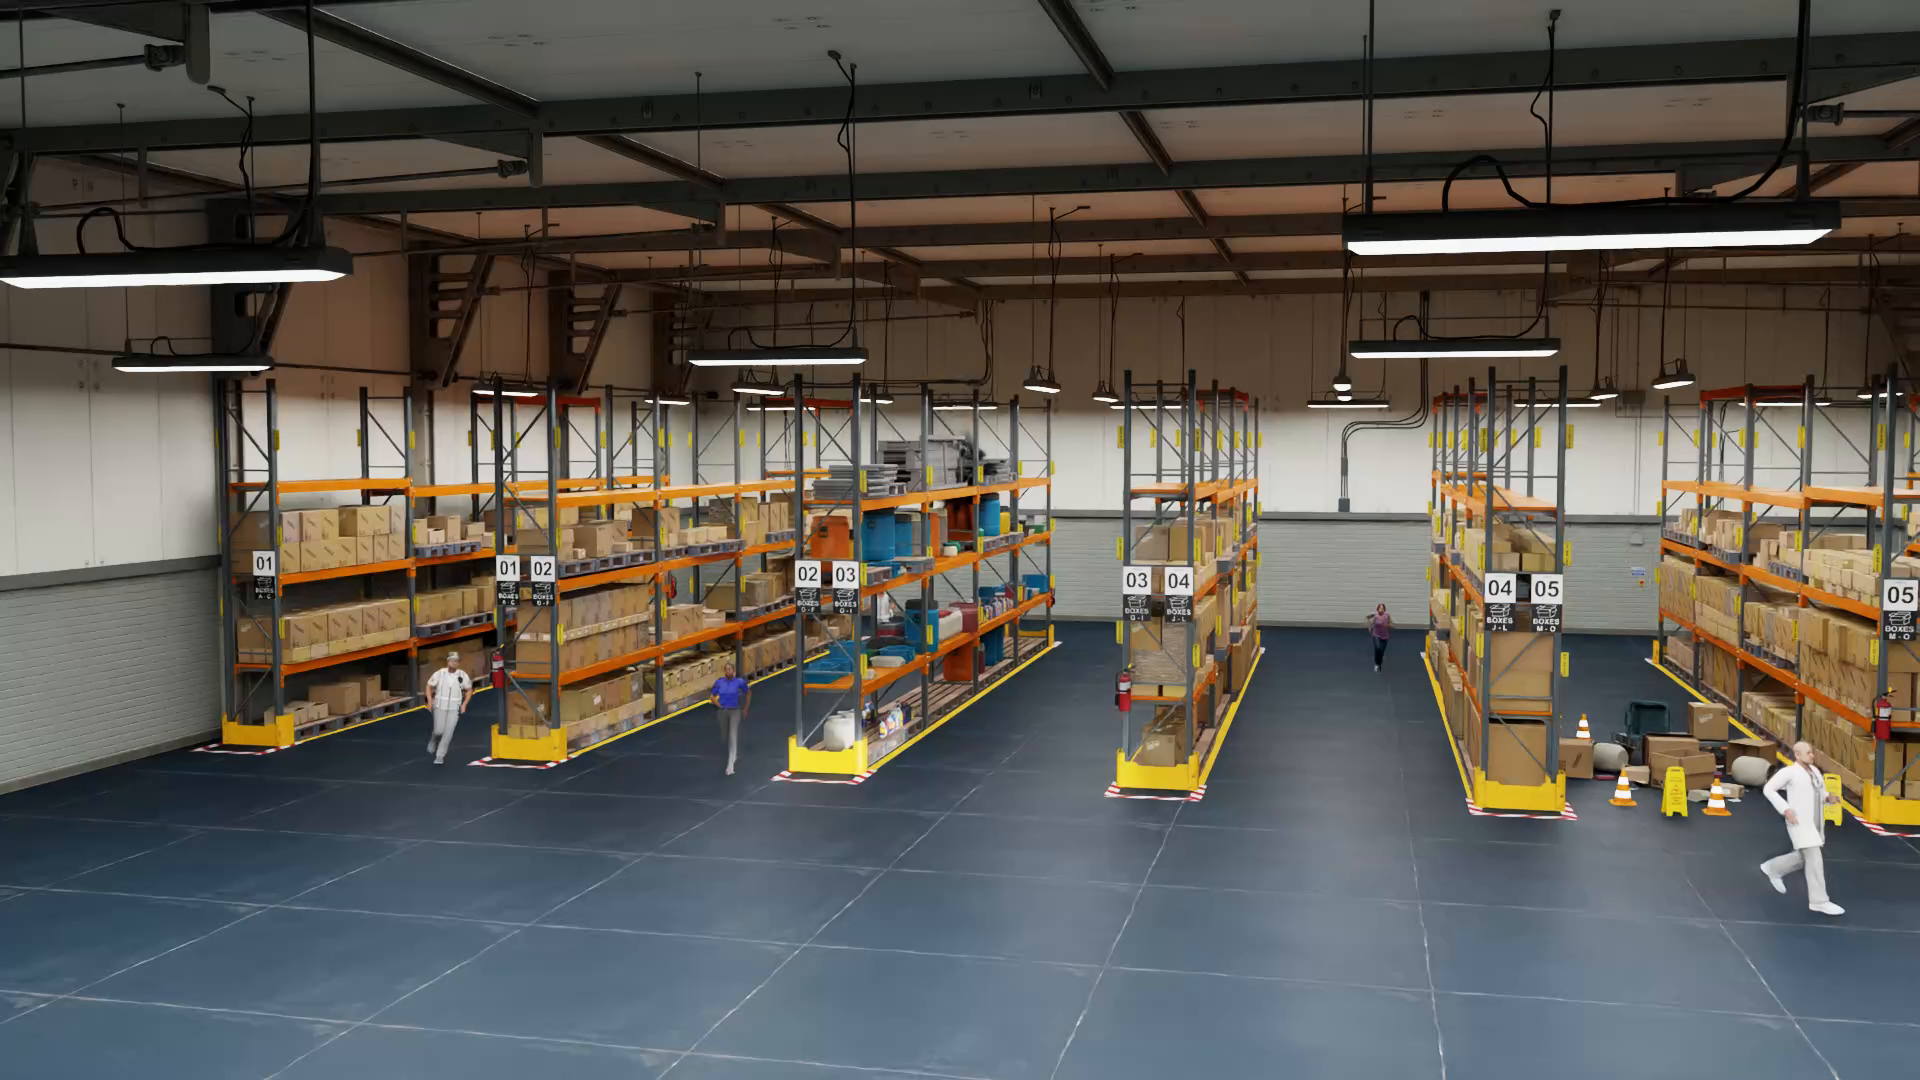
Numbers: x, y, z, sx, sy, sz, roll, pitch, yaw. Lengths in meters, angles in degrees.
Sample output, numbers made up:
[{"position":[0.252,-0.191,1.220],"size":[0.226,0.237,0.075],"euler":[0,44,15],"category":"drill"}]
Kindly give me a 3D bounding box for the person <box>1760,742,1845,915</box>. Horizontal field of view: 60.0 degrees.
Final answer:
[{"position":[9.009,3.036,17.787],"size":[0.714,1.754,1.034],"euler":[-2,4,-30],"category":"person"}]

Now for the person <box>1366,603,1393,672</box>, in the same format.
[{"position":[8.951,2.086,35.488],"size":[0.526,1.523,0.823],"euler":[0,3,4],"category":"person"}]

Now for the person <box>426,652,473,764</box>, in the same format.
[{"position":[-7.954,2.592,25.942],"size":[0.697,1.711,0.584],"euler":[-1,4,-22],"category":"person"}]

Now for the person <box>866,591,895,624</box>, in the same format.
[{"position":[-1.803,1.840,37.646],"size":[0.638,1.840,0.662],"euler":[0,3,2],"category":"person"}]

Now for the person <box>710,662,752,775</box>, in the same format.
[{"position":[-3.497,2.675,25.293],"size":[0.616,1.661,0.847],"euler":[0,3,4],"category":"person"}]
